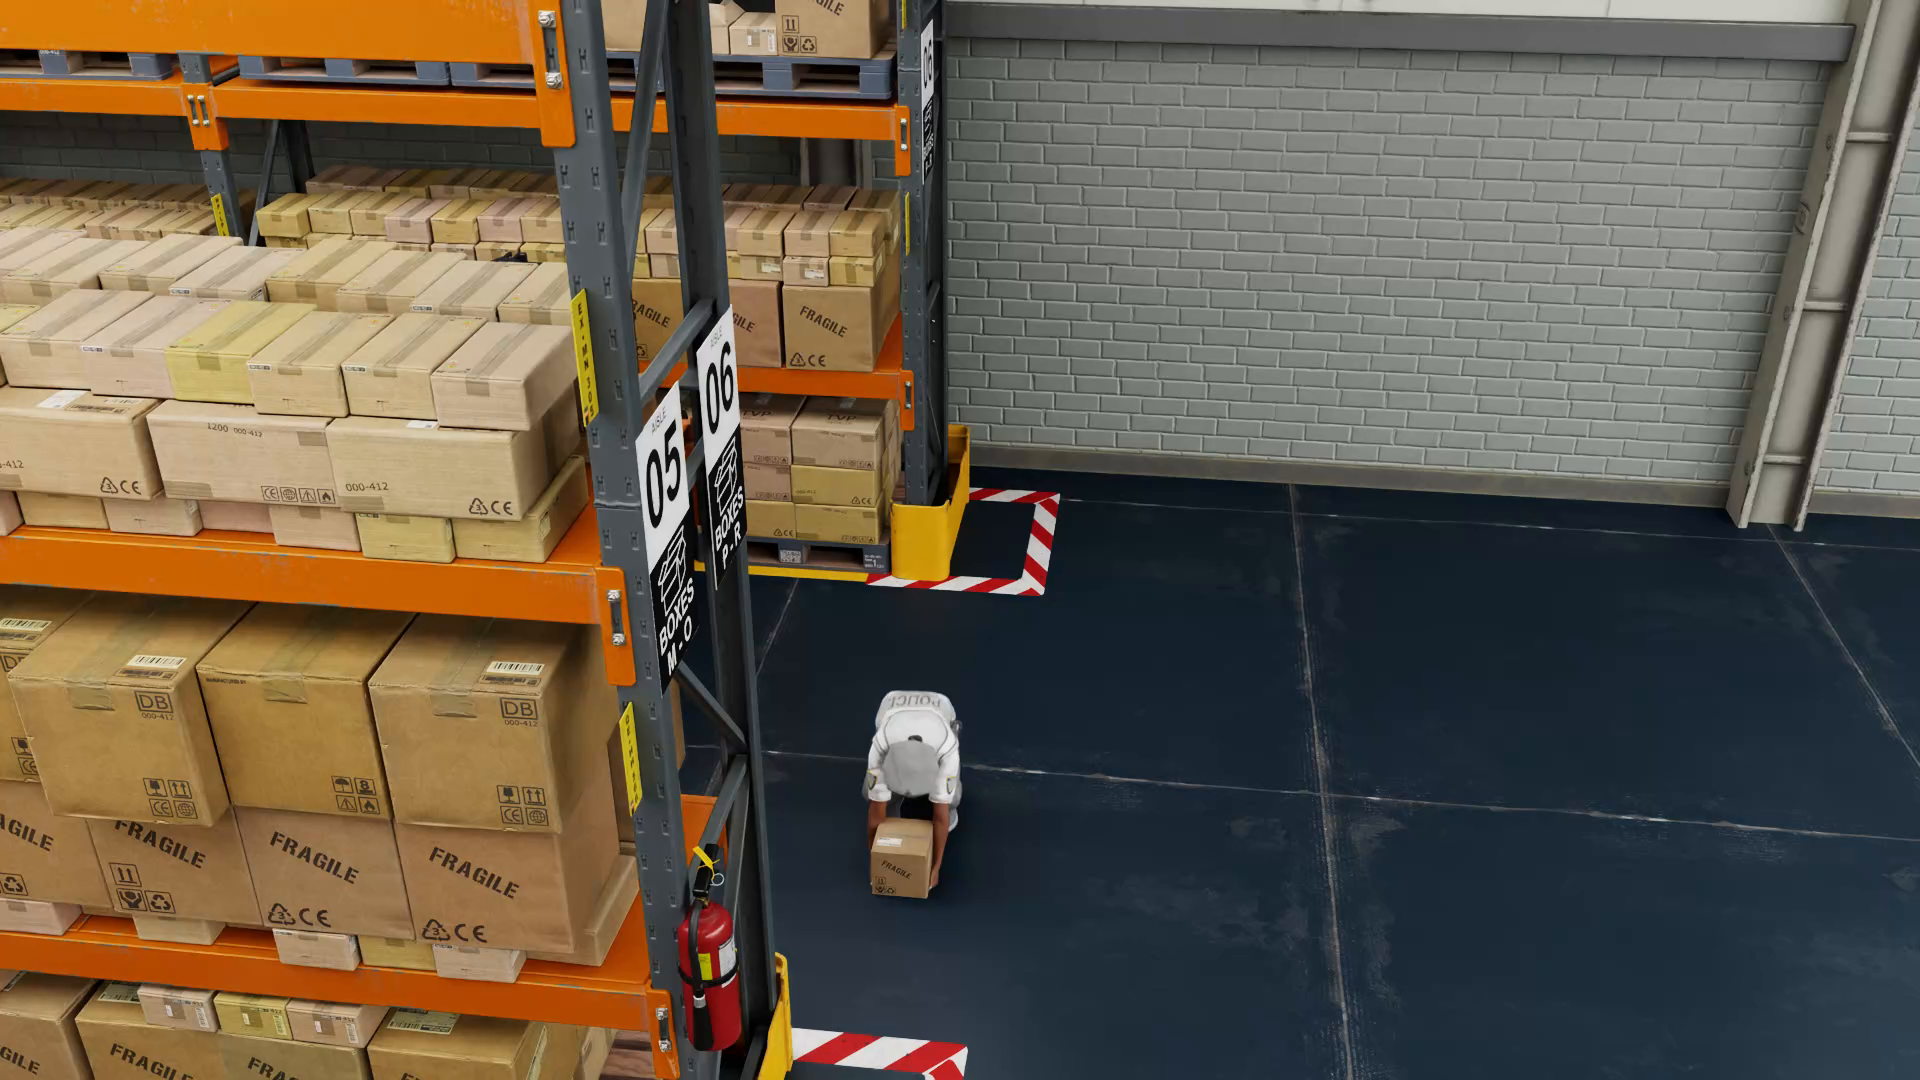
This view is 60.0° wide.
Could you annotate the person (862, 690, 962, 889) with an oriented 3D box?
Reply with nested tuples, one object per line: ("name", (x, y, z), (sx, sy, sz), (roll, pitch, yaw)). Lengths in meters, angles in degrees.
("person", (-0.219, 1.086, 7.709), (0.464, 0.807, 0.911), (3, 29, 5))
